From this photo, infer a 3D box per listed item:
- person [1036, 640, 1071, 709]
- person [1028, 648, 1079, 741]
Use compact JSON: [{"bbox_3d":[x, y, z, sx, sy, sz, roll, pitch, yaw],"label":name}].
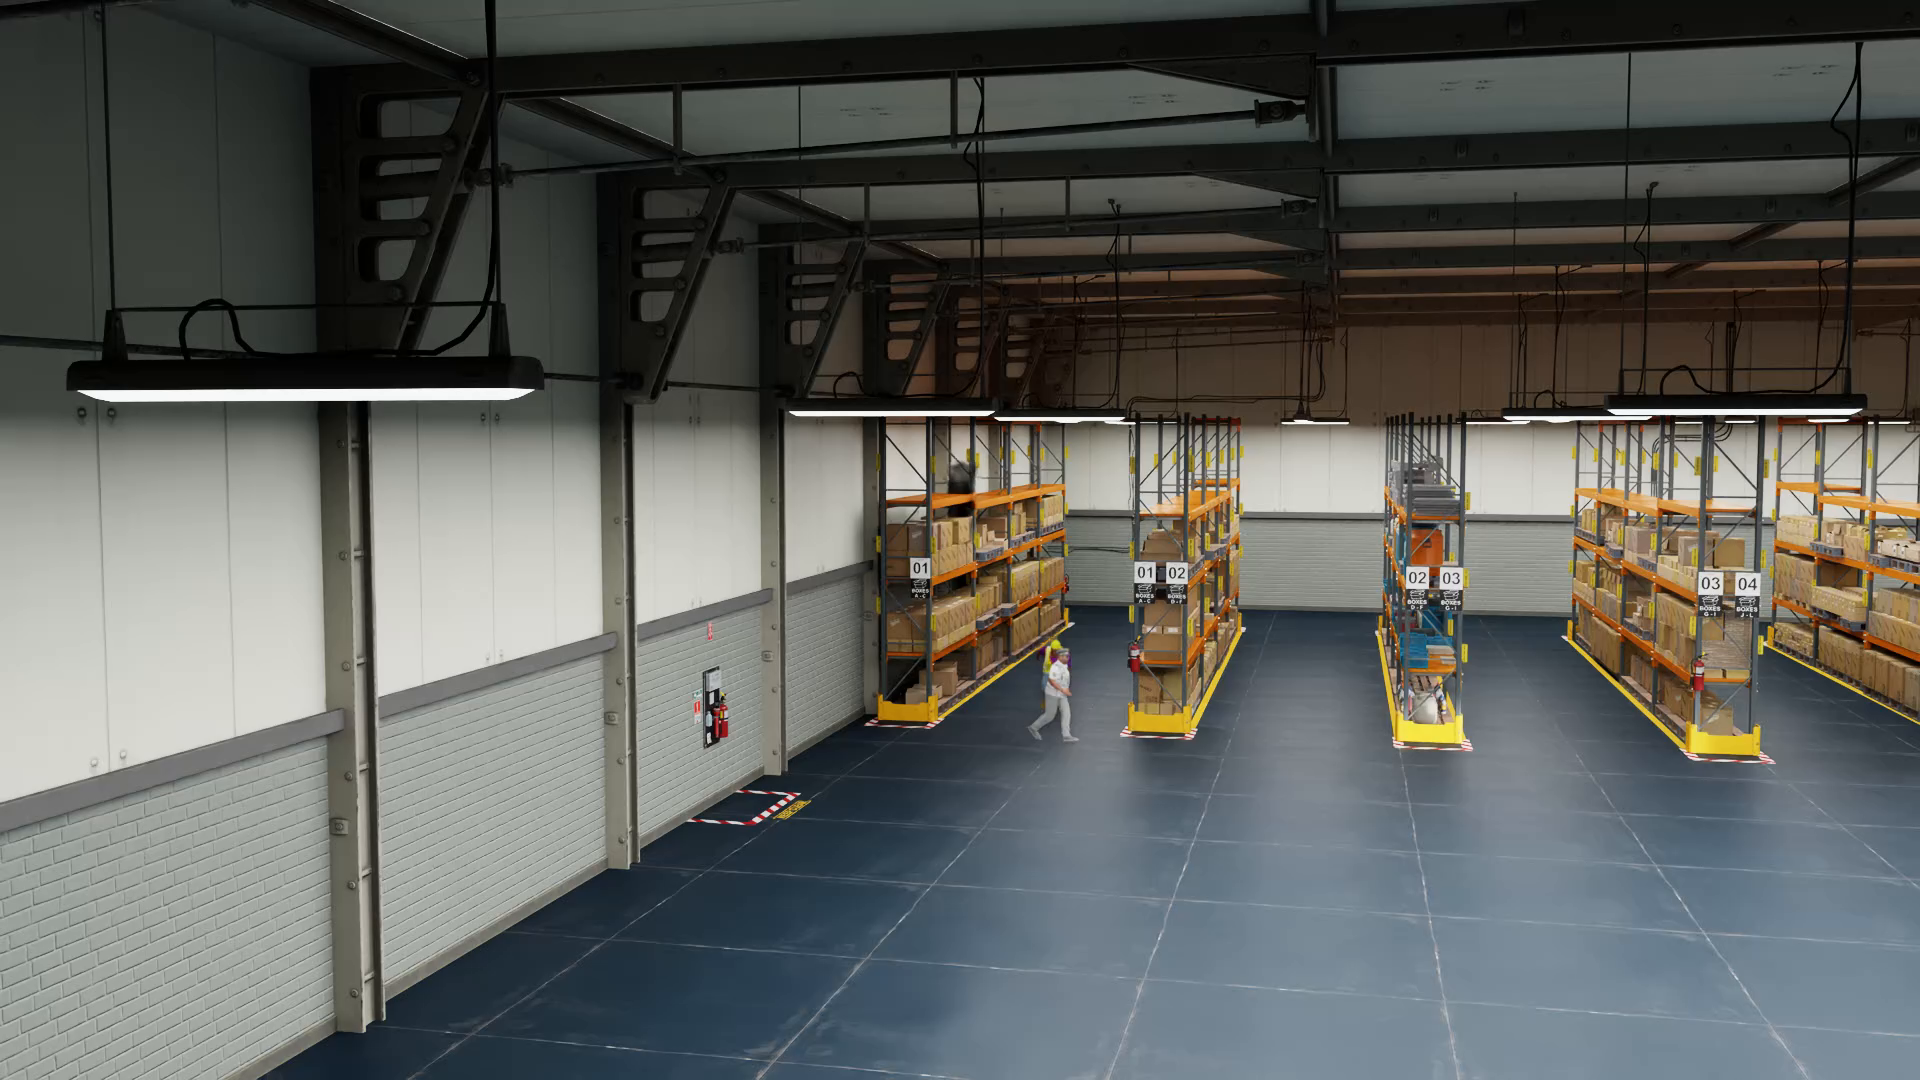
[{"bbox_3d":[1.849,2.704,33.211,0.733,1.507,1.011,0,4,7],"label":"person"},{"bbox_3d":[1.722,2.804,30.190,0.919,1.726,0.622,2,4,30],"label":"person"}]
